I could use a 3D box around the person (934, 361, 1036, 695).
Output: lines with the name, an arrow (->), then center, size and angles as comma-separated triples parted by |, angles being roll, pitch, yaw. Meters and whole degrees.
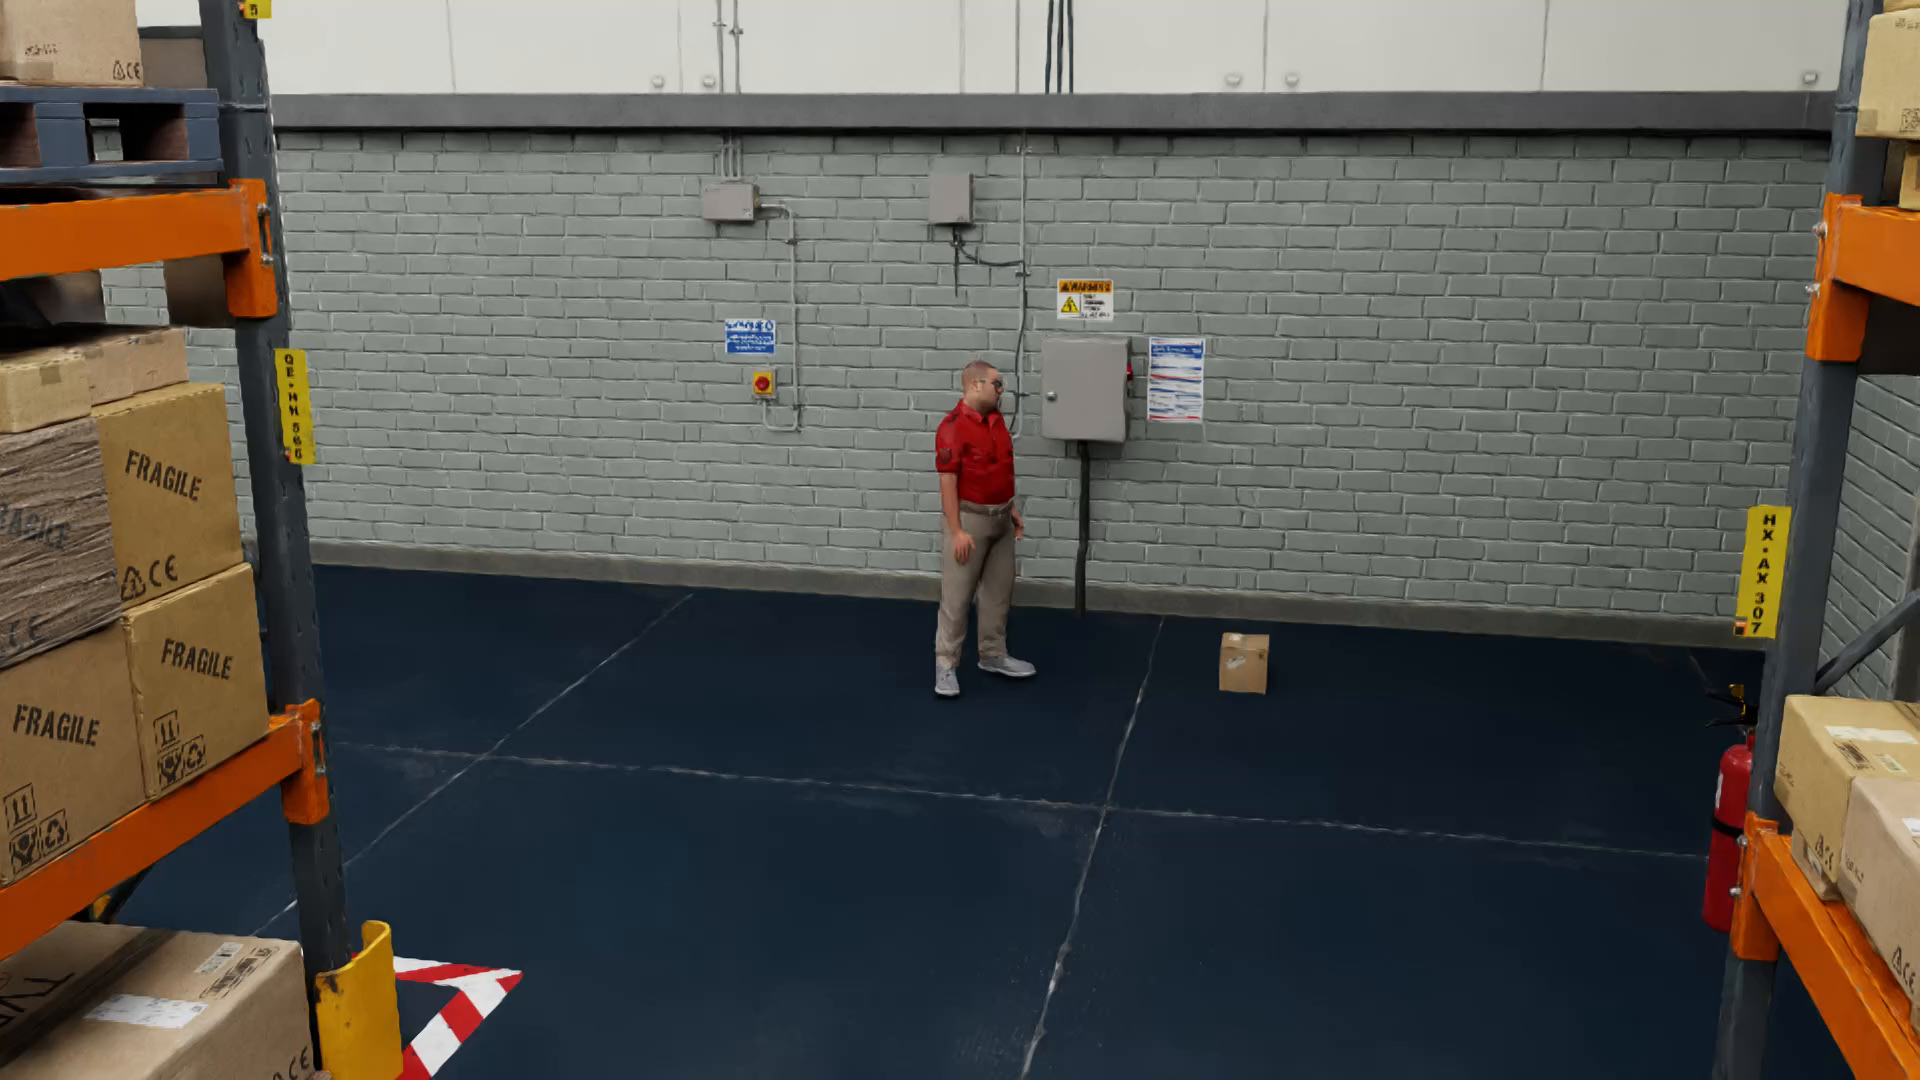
person -> 0.106, -0.081, 8.758 | 0.396, 1.733, 0.656 | 11, 18, 37
